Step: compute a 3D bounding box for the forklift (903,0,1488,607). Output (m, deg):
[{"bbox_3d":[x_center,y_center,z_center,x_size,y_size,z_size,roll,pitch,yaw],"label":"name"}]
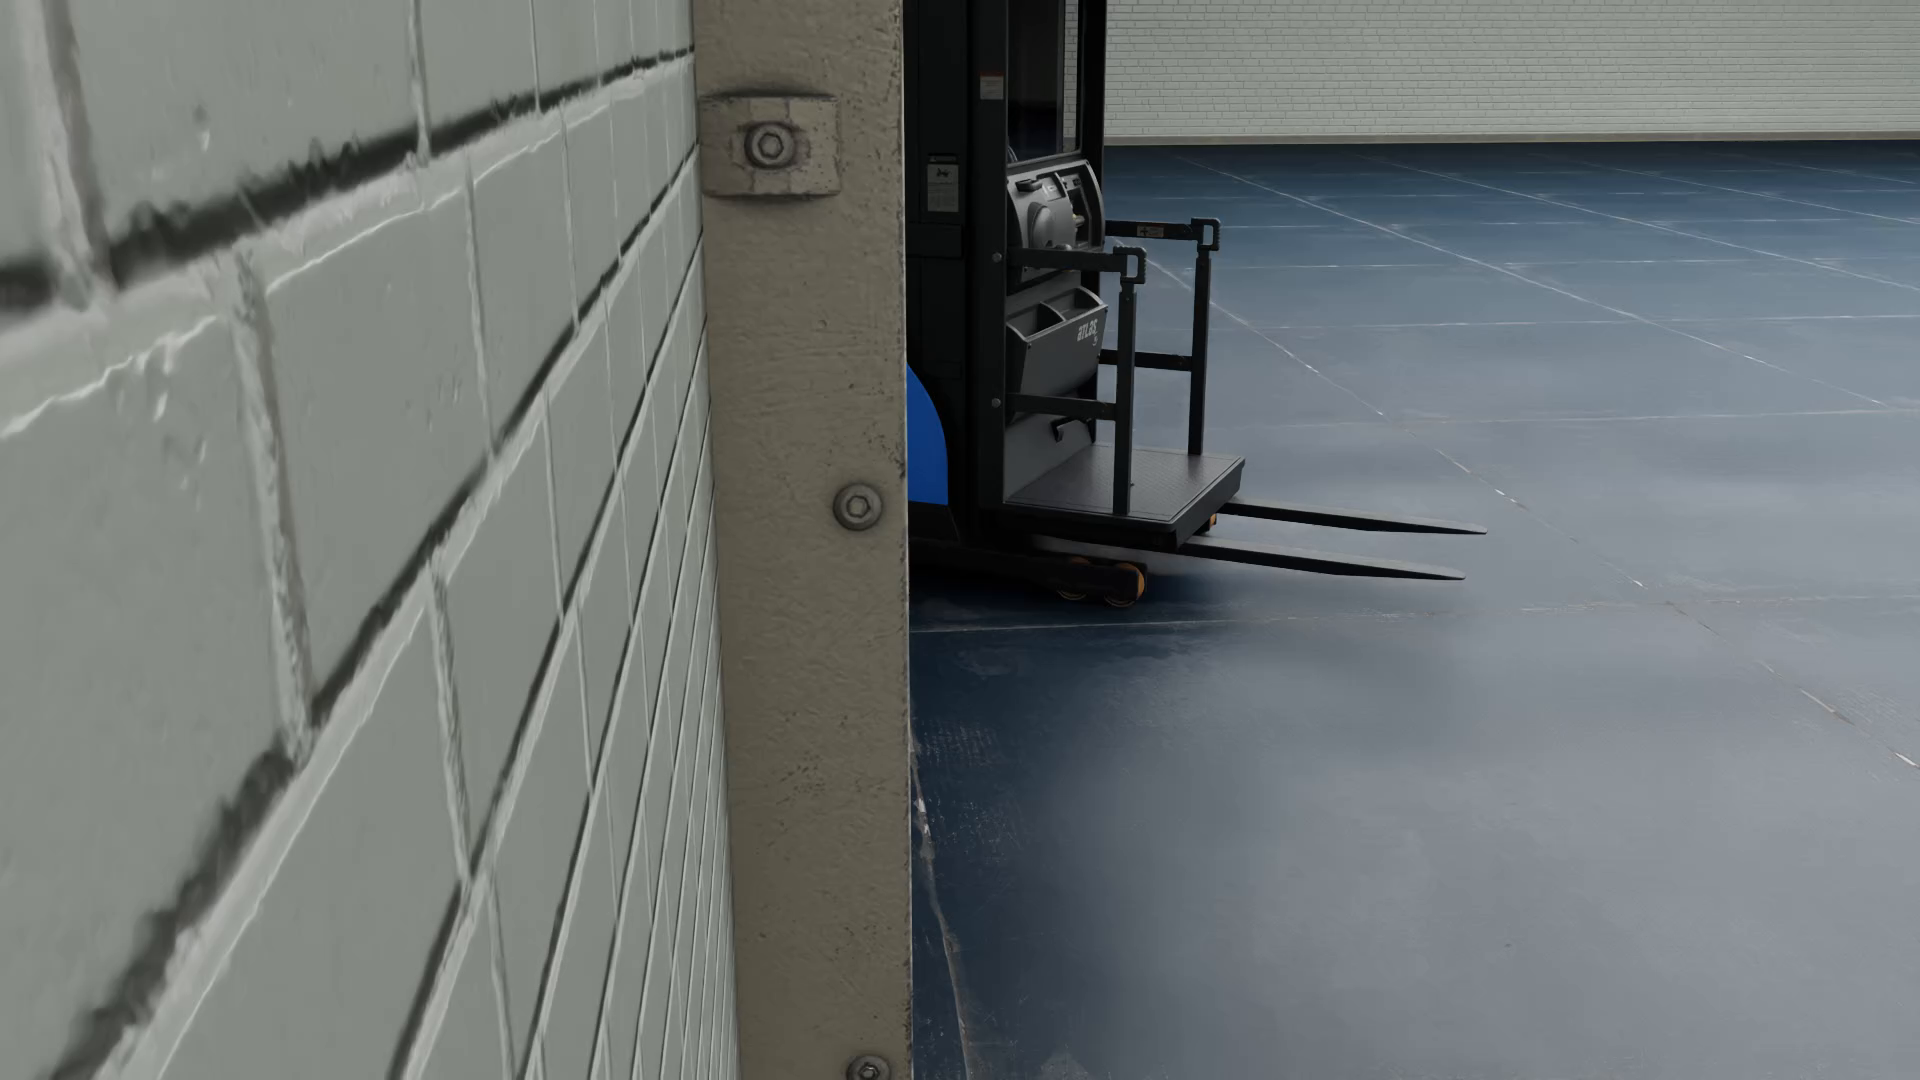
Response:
[{"bbox_3d":[0.569,-1.322,6.496,3.031,2.935,1.130,8,19,23],"label":"forklift"}]
